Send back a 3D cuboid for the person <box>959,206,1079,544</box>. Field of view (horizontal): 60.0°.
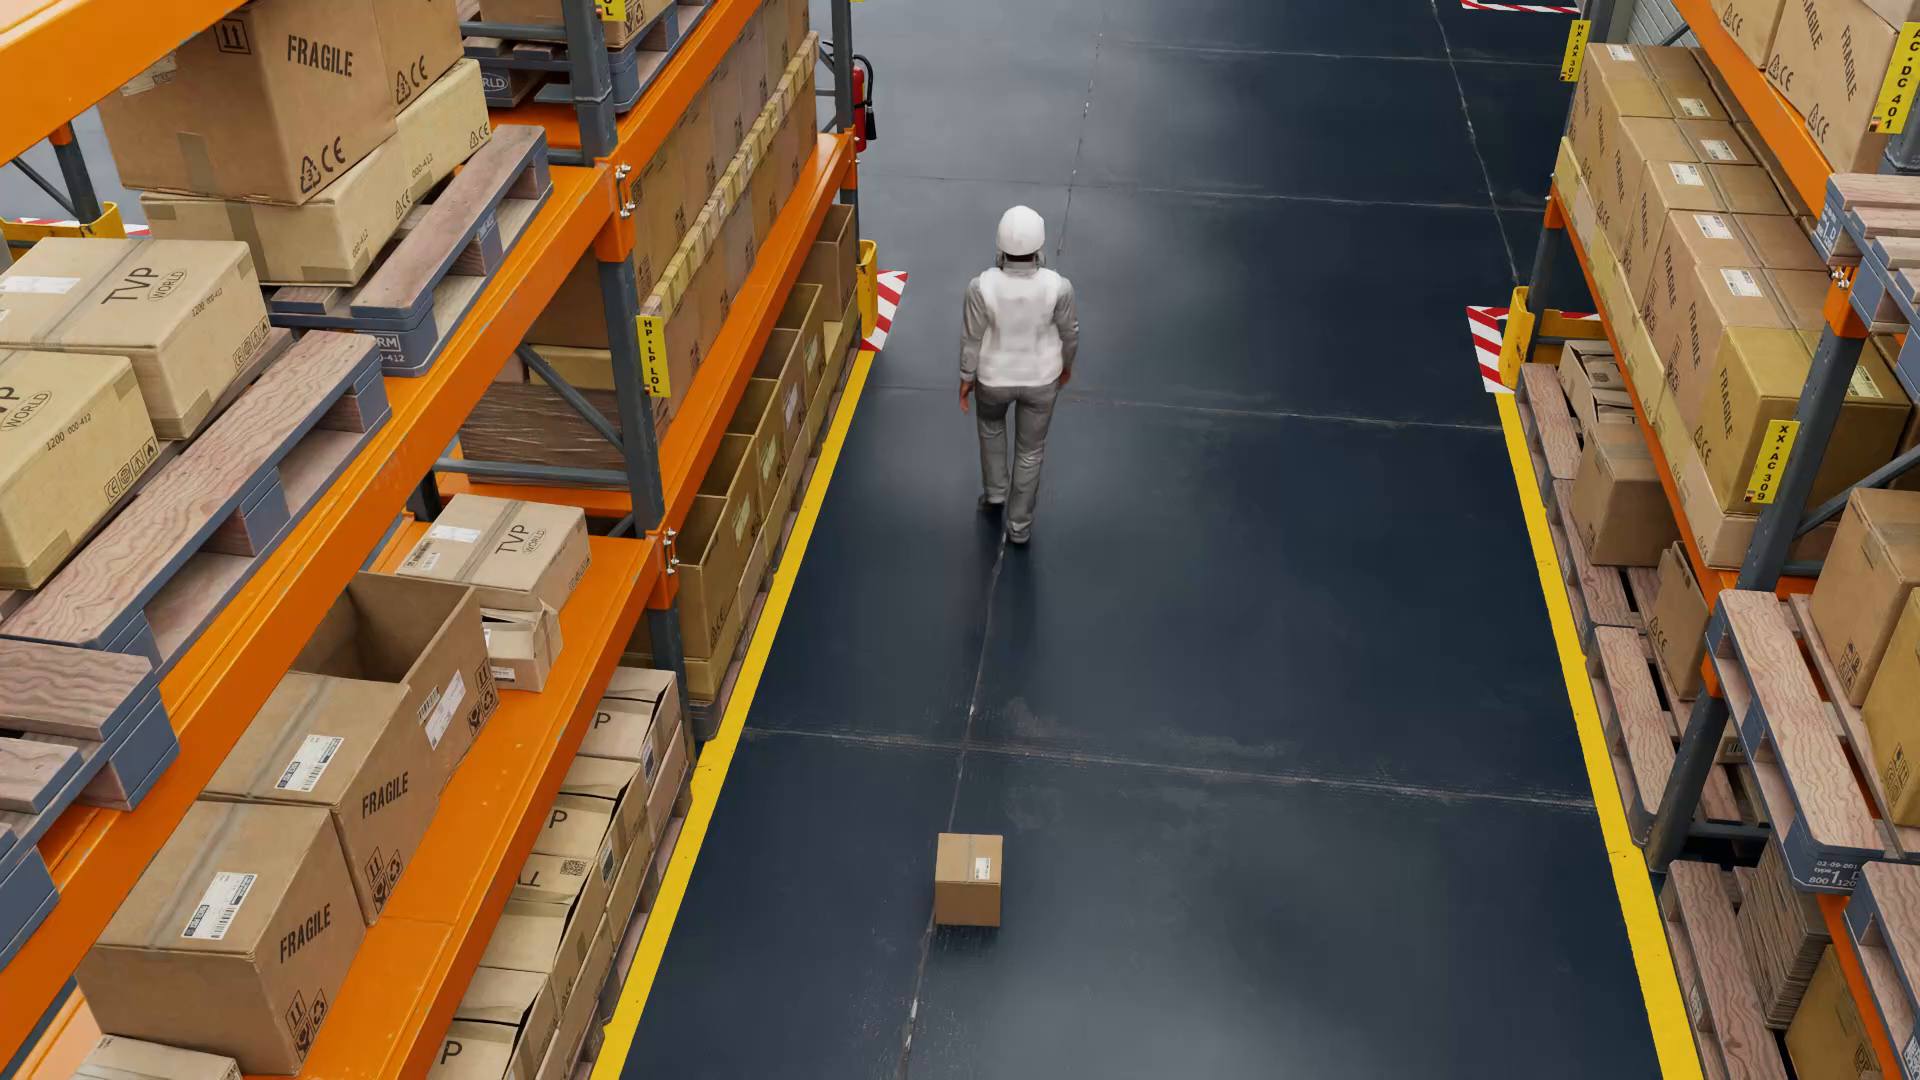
[{"bbox_3d":[0.287,-0.795,8.142,0.570,1.842,0.553,2,36,3],"label":"person"}]
